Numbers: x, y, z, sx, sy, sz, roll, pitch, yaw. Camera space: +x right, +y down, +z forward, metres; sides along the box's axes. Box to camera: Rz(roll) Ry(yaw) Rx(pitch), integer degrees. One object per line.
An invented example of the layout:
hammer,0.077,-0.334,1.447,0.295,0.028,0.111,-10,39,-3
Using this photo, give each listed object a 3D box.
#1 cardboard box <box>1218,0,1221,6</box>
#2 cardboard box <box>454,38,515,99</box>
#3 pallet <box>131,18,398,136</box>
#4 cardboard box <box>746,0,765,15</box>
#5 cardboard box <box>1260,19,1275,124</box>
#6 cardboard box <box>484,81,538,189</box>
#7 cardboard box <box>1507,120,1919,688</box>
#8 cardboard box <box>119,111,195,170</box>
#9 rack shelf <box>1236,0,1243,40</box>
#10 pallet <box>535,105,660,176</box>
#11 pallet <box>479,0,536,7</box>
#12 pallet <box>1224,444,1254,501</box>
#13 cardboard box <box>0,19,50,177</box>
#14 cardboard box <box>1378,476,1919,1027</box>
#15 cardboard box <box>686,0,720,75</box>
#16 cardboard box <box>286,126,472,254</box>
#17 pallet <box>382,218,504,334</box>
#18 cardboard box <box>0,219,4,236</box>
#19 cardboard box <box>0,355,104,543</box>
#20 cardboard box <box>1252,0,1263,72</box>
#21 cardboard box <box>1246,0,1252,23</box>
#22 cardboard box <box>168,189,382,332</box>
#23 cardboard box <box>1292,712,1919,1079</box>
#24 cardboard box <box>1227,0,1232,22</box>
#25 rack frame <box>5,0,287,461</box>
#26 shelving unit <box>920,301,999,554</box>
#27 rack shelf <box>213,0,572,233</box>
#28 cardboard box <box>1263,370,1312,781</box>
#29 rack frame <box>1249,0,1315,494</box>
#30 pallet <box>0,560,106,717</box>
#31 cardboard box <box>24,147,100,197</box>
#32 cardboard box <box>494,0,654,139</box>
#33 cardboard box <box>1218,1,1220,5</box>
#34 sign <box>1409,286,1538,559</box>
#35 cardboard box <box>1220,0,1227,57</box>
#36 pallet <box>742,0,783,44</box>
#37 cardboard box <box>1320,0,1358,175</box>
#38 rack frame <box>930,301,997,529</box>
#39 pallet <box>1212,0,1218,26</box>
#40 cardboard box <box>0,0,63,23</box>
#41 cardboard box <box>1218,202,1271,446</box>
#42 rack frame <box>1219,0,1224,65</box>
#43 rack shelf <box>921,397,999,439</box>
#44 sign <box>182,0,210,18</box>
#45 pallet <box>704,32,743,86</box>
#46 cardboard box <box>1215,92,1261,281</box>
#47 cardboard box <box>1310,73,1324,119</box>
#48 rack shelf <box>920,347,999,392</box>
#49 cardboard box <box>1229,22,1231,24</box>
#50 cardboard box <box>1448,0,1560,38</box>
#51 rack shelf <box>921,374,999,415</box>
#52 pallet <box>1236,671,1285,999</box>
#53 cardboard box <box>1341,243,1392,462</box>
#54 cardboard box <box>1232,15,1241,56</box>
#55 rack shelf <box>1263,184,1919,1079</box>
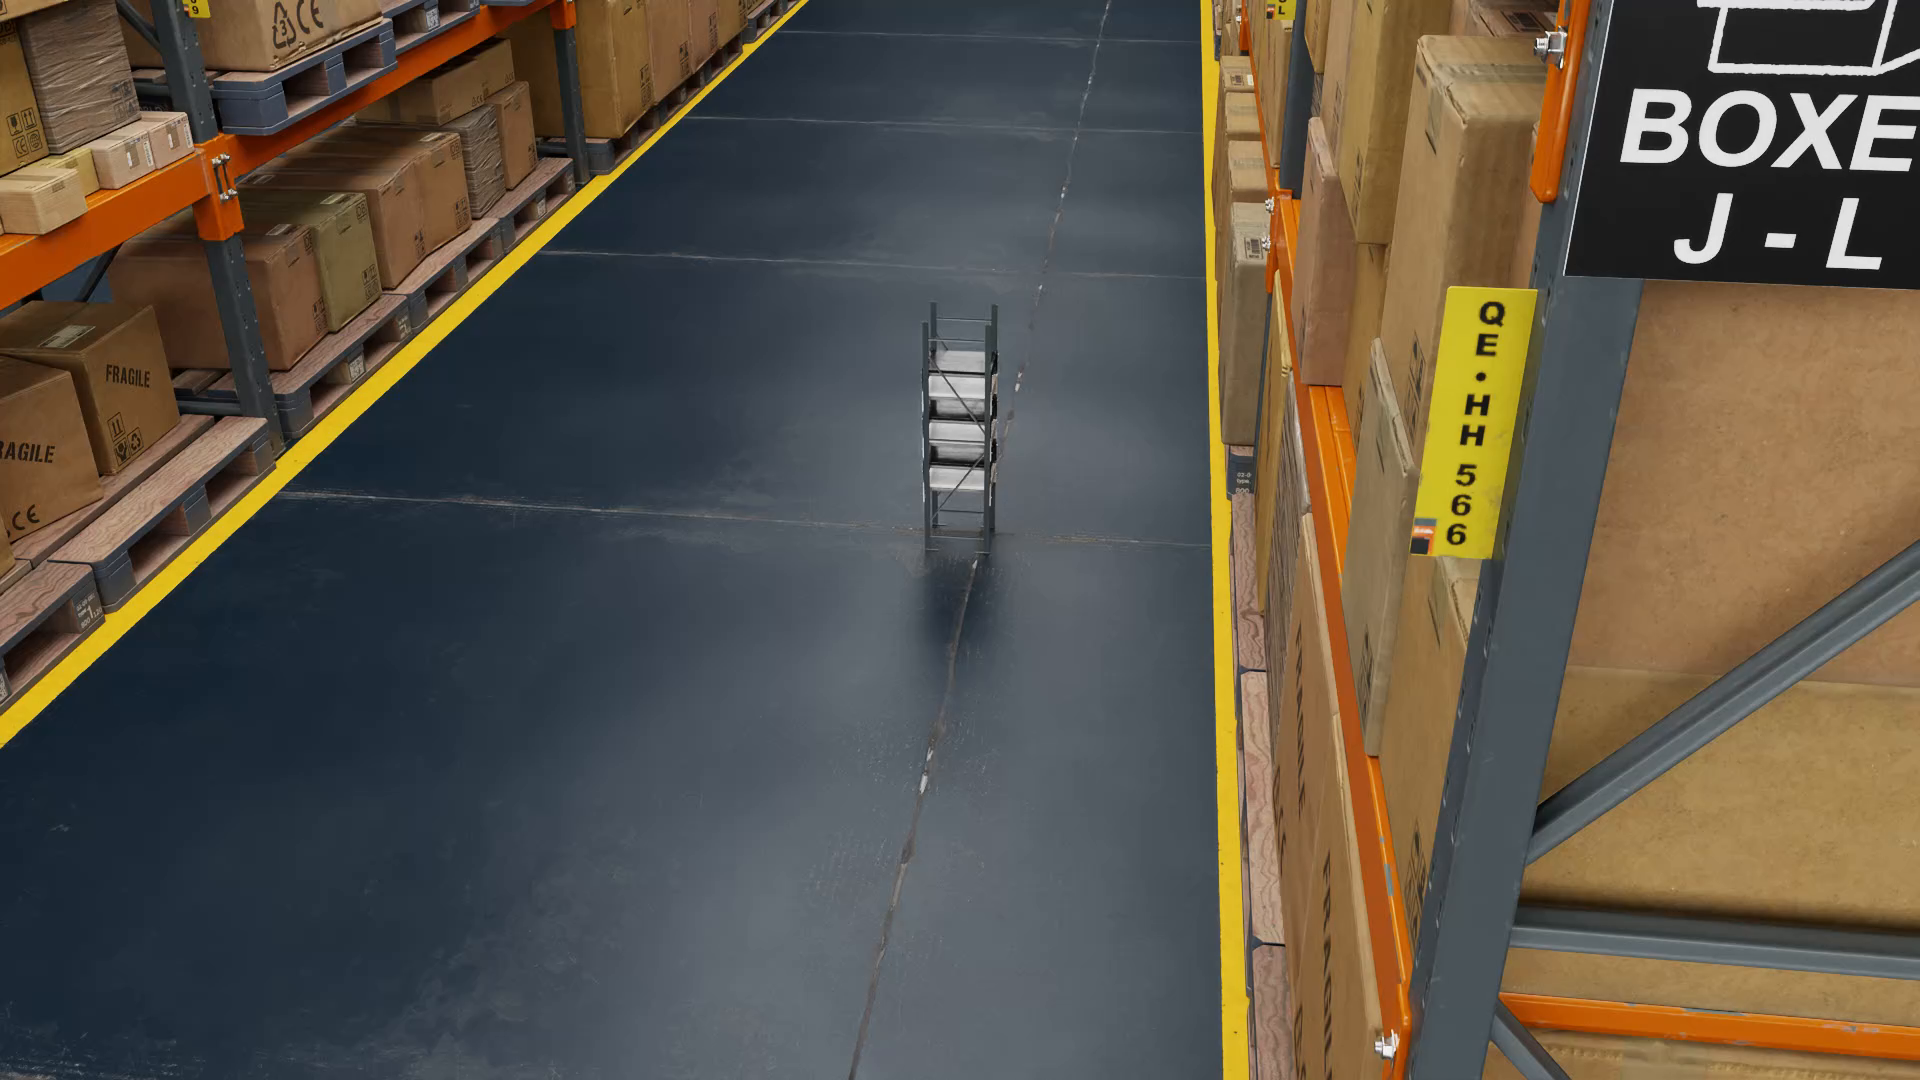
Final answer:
cardboard box,2.322,-4.476,13.646,0.380,0.149,0.250,2,28,4
cardboard box,-2.875,-2.680,9.443,0.500,0.250,0.500,4,29,8
pallet,-3.074,-1.958,6.924,1.003,0.211,1.213,3,28,6
cardboard box,-2.172,-5.012,14.188,0.875,0.875,0.875,3,28,6
cardboard box,1.458,-1.898,6.505,0.500,0.500,0.500,3,28,6
cardboard box,-2.885,-2.351,9.622,0.700,0.500,0.500,2,28,4
cardboard box,1.192,-0.186,2.136,0.875,0.550,0.550,3,28,6
cardboard box,-3.047,-1.462,6.066,0.380,0.149,0.250,3,28,6
rack shelf,2.333,-3.863,11.016,1.077,0.370,4.000,3,28,6
pallet,-2.651,-2.713,11.063,1.003,0.211,1.213,3,28,6
pallet,-2.804,-3.148,9.132,1.213,0.211,1.003,3,28,6
pallet,1.618,-0.495,6.946,1.003,0.211,1.213,3,28,6
cardboard box,-3.525,-1.424,5.312,0.875,0.500,0.500,3,28,6
cardboard box,1.108,0.284,2.401,0.875,0.550,0.550,3,28,6
cardboard box,-2.499,-3.983,12.278,1.225,0.875,0.875,2,28,4
cardboard box,-3.002,-1.821,8.640,0.700,0.500,0.500,6,29,10
pallet,-3.072,-1.406,8.637,1.003,0.211,1.213,3,28,6
cardboard box,-3.259,-0.997,5.202,0.380,0.149,0.250,3,28,6
cardboard box,-3.464,-0.319,5.873,0.500,0.500,0.500,13,31,22
cardboard box,1.580,-2.375,7.391,0.500,0.500,0.500,3,28,6
cardboard box,1.705,-2.847,8.266,0.500,0.500,0.500,3,28,6
cardboard box,-3.139,-1.295,7.664,0.700,0.500,0.500,3,28,6
cardboard box,1.125,0.955,3.112,0.875,0.875,0.875,4,29,6
cardboard box,2.096,-3.712,11.380,0.500,0.250,0.500,4,29,8
rack frame,-3.312,-1.691,6.226,1.000,3.000,0.127,3,28,6
shelving unit,0.001,-0.400,6.044,0.258,0.900,0.210,3,28,6
rack shelf,-3.067,-2.316,8.144,1.077,0.370,4.000,3,28,6
cardboard box,1.345,0.112,4.677,0.875,0.875,0.875,4,29,7
rack frame,1.598,-1.355,5.603,1.000,3.000,0.127,3,28,6
pallet,-3.507,0.431,5.228,1.003,0.211,1.213,3,28,6
cardboard box,-3.177,-1.231,5.637,0.380,0.149,0.250,3,28,6
cardboard box,-2.717,-3.147,10.726,1.225,0.875,0.875,2,28,4
cardboard box,2.371,-4.501,14.005,0.380,0.149,0.250,2,28,5
sign,0.571,-0.124,1.848,0.100,0.325,0.005,3,28,6
cardboard box,2.224,-3.873,12.469,0.500,0.500,0.500,4,29,8
pallet,-2.161,-4.582,14.533,1.003,0.211,1.213,3,28,6
cardboard box,1.364,-1.213,4.042,0.875,0.550,0.550,3,28,6
rack frame,0.013,-0.448,6.132,0.240,0.900,0.006,3,28,6
pallet,2.772,-4.787,14.914,1.003,0.211,1.213,3,28,6
cardboard box,-3.154,-1.843,5.035,0.500,0.500,0.500,3,28,6
cardboard box,1.585,-0.847,6.589,1.050,0.750,0.750,3,28,6
rack frame,2.578,-5.121,12.593,1.000,3.000,0.127,3,28,6
rack shelf,0.001,-0.450,6.017,0.258,0.077,0.200,3,28,6
sign,-2.773,-2.044,5.969,0.100,0.325,0.005,3,28,6
pallet,-2.352,-3.861,13.195,1.003,0.211,1.213,3,28,6
cardboard box,1.820,-1.739,8.245,1.050,0.750,0.750,4,29,7
cardboard box,1.564,-1.247,5.244,0.875,0.550,0.550,3,28,6
rack shelf,0.001,-0.608,5.931,0.258,0.077,0.200,3,28,6
cardboard box,2.110,-3.376,11.547,0.500,0.500,0.500,4,29,7
cardboard box,1.371,-0.706,3.101,0.875,0.550,0.550,3,28,6
rack shelf,0.001,-0.529,5.974,0.258,0.077,0.200,3,28,6
pallet,1.280,0.802,4.539,1.003,0.211,1.213,3,28,6
cardboard box,1.371,-0.484,3.828,0.875,0.550,0.500,3,28,6
cardboard box,1.911,-2.990,10.039,0.500,0.250,0.500,3,28,5
rack shelf,1.353,-0.097,4.026,1.077,0.370,4.000,3,28,6
